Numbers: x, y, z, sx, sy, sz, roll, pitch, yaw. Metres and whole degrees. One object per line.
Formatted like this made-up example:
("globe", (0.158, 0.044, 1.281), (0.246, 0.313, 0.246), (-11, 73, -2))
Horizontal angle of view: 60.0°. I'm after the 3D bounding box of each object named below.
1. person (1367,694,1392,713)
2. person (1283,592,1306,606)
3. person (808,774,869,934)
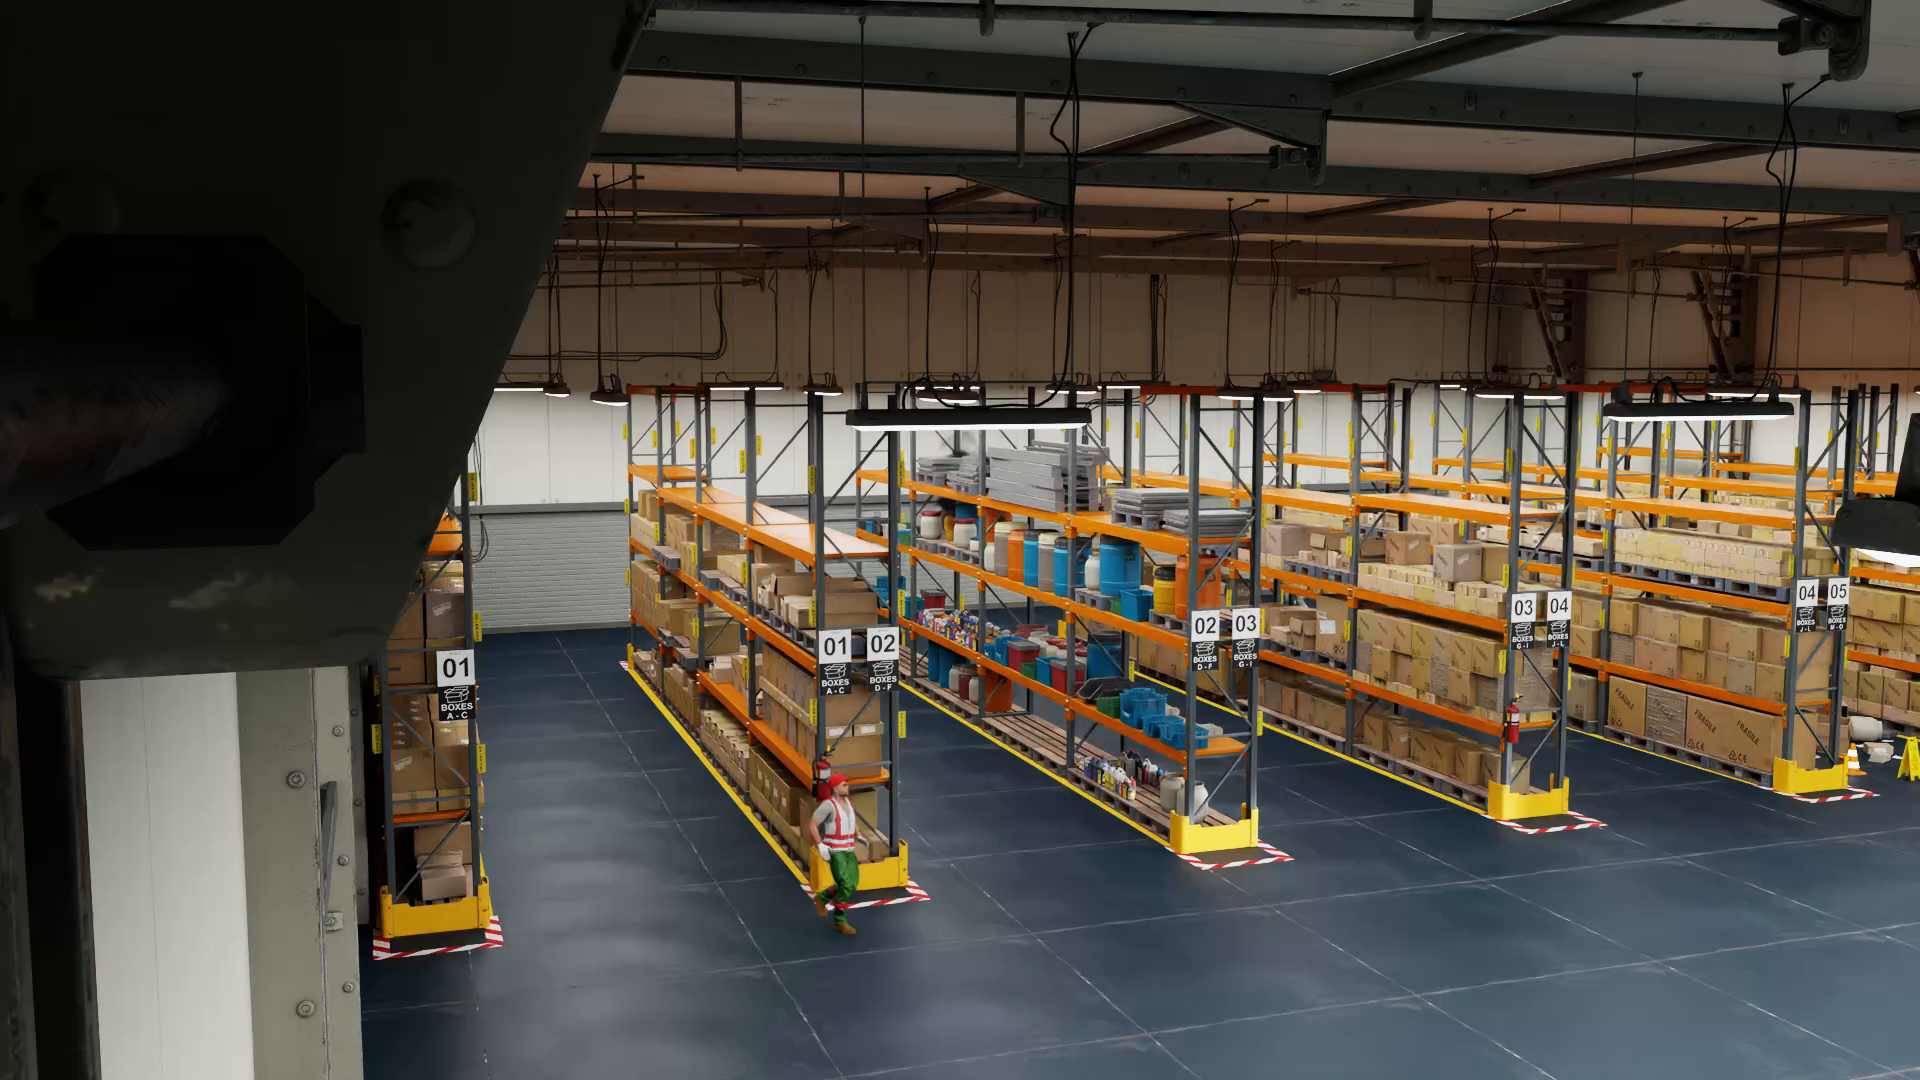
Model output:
("person", (7.729, 2.382, 30.348), (0.598, 1.760, 0.726), (-3, 6, -24))
("person", (8.453, 1.119, 41.884), (0.698, 1.781, 0.654), (-3, 7, -29))
("person", (-1.368, 3.532, 18.866), (0.650, 1.746, 0.719), (4, 7, 36))
